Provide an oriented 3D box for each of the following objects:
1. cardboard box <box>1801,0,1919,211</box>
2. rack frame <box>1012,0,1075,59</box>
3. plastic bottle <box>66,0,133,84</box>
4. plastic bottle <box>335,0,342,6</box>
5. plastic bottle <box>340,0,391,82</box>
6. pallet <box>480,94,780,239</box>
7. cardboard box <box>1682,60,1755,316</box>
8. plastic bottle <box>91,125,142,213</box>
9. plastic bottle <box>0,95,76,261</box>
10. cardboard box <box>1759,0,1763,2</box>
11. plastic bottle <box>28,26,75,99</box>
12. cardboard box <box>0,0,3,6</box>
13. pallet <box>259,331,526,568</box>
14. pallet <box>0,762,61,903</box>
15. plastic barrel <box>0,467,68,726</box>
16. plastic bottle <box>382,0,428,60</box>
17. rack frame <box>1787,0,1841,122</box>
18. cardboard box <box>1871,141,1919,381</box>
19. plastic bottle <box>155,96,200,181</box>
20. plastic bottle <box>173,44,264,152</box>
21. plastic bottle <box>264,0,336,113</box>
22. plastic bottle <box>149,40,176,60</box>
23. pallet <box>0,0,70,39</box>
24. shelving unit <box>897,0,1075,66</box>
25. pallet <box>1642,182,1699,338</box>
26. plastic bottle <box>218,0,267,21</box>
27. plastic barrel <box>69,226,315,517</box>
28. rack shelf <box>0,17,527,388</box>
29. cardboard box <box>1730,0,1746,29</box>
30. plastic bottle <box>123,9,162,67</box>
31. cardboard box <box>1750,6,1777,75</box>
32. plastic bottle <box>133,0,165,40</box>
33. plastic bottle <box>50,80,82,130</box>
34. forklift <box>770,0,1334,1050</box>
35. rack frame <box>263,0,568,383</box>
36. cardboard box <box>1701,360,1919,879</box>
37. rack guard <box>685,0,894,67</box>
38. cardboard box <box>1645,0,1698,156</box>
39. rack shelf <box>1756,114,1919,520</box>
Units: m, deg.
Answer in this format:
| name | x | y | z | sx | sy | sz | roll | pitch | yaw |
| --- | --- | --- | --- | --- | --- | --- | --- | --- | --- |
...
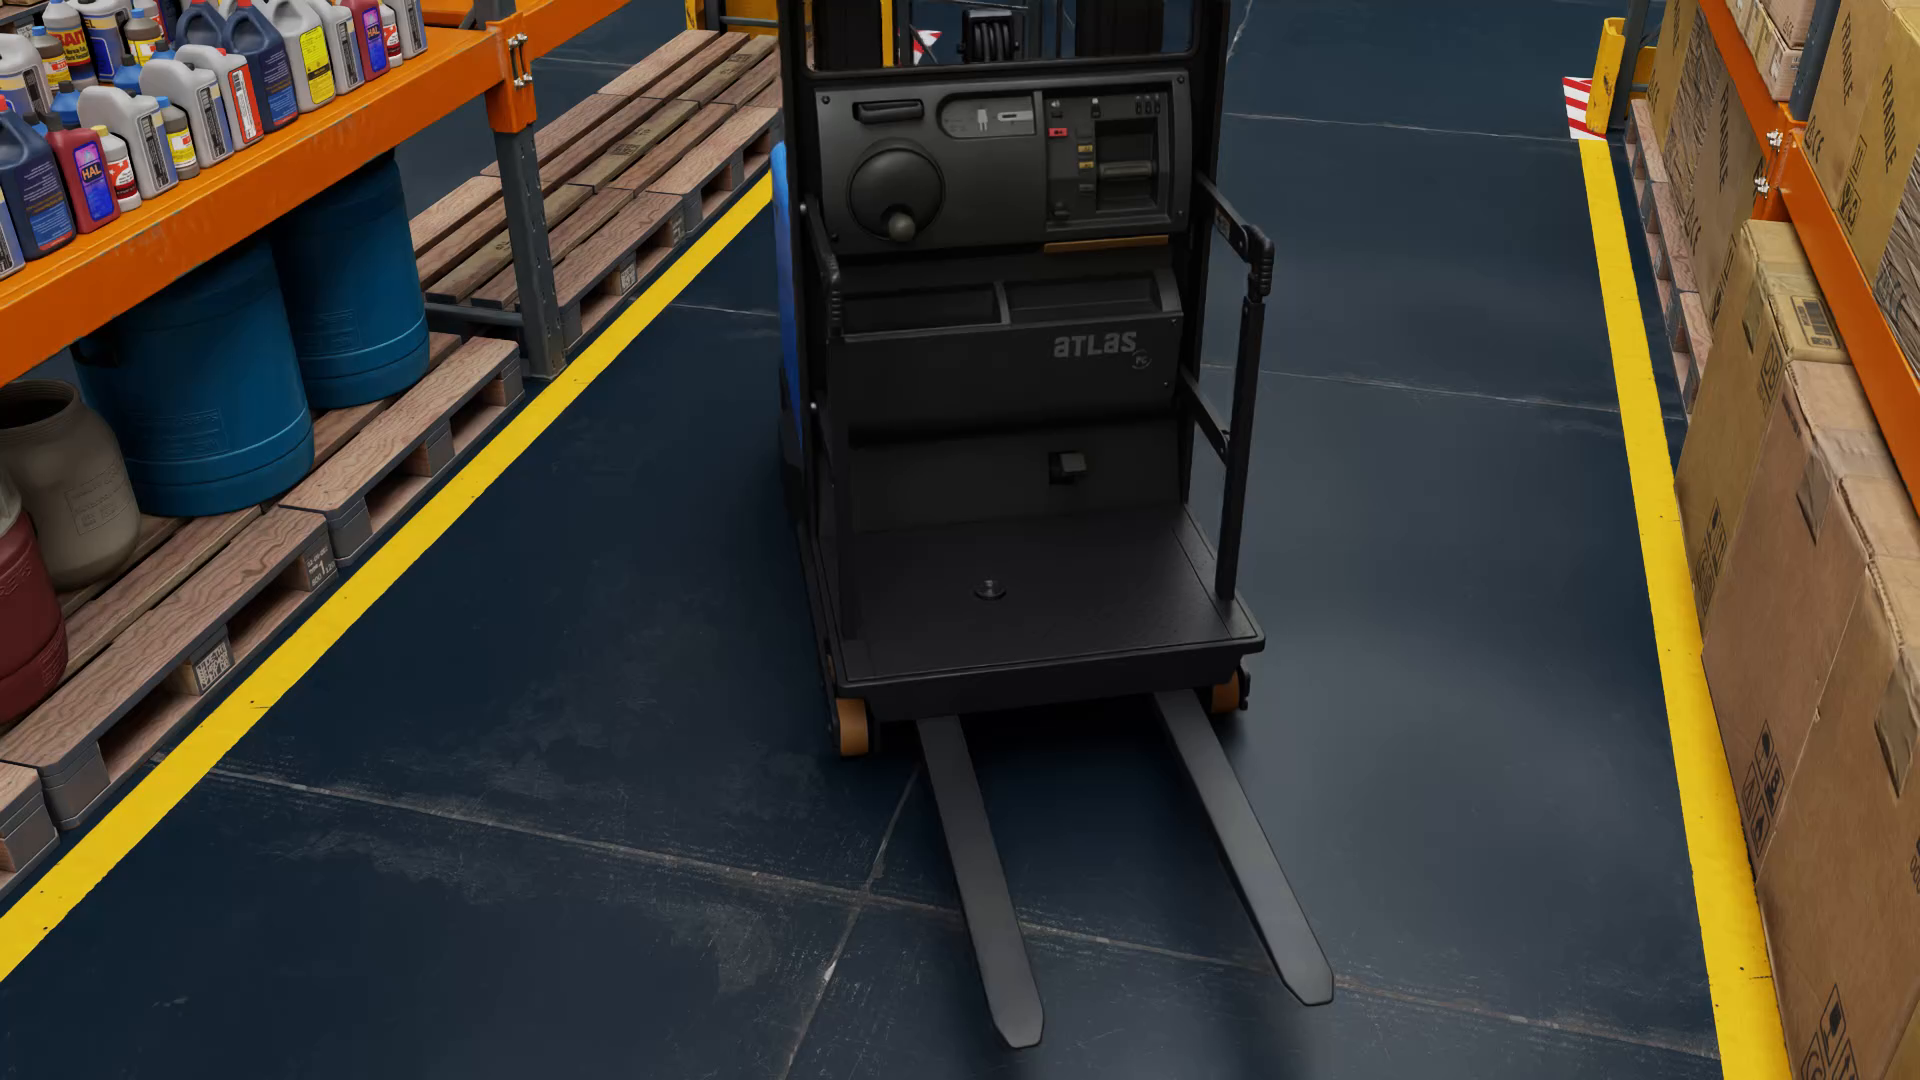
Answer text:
| name | x | y | z | sx | sy | sz | roll | pitch | yaw |
| --- | --- | --- | --- | --- | --- | --- | --- | --- | --- |
| cardboard box | 2.453 | -1.113 | 4.112 | 0.500 | 0.500 | 0.500 | 8 | 33 | 13 |
| rack frame | 0.436 | -1.688 | 6.508 | 0.500 | 1.500 | 0.032 | 13 | 35 | 20 |
| plastic bottle | -2.558 | -1.520 | 4.960 | 0.152 | 0.276 | 0.135 | 8 | 33 | 12 |
| plastic bottle | -1.892 | -1.625 | 5.196 | 0.097 | 0.201 | 0.097 | 0 | 32 | 0 |
| plastic bottle | -1.781 | -1.526 | 4.964 | 0.061 | 0.283 | 0.133 | 8 | 33 | 12 |
| pallet | -1.522 | -1.795 | 7.878 | 1.003 | 0.211 | 1.213 | 8 | 33 | 12 |
| cardboard box | 3.285 | -1.355 | 6.175 | 0.875 | 0.875 | 0.875 | 8 | 33 | 12 |
| plastic bottle | -2.083 | -0.913 | 4.075 | 0.097 | 0.201 | 0.097 | 0 | 32 | 0 |
| plastic bottle | -2.175 | -0.836 | 3.816 | 0.144 | 0.351 | 0.185 | 8 | 33 | 12 |
| cardboard box | 2.799 | -1.872 | 5.261 | 0.500 | 0.250 | 0.500 | 9 | 34 | 14 |
| plastic bottle | -2.638 | -1.381 | 4.812 | 0.097 | 0.201 | 0.097 | 0 | 32 | 0 |
| cardboard box | -5.844 | -3.179 | 9.685 | 0.380 | 0.166 | 0.250 | 8 | 33 | 12 |
| pallet | -2.215 | -0.379 | 5.649 | 1.003 | 0.211 | 1.213 | 8 | 33 | 12 |
| pallet | -2.834 | 0.887 | 3.657 | 1.003 | 0.211 | 1.213 | 8 | 33 | 12 |
| plastic barrel | -2.600 | 0.124 | 4.116 | 0.600 | 0.588 | 0.708 | 8 | 33 | 12 |
| plastic bottle | -1.766 | -1.649 | 5.164 | 0.152 | 0.276 | 0.135 | 8 | 33 | 12 |
| rack frame | 2.812 | -1.276 | 4.461 | 1.000 | 3.000 | 0.127 | 8 | 33 | 12 |
| cardboard box | 2.199 | -0.593 | 3.293 | 0.500 | 0.500 | 0.500 | 7 | 33 | 11 |
| plastic bottle | -2.024 | -1.033 | 4.264 | 0.097 | 0.201 | 0.097 | 0 | 32 | 0 |
| plastic bottle | -1.987 | -1.198 | 4.454 | 0.152 | 0.276 | 0.135 | 8 | 33 | 12 |
| plastic bottle | -1.896 | -1.408 | 4.715 | 0.144 | 0.351 | 0.185 | 8 | 33 | 12 |
| plastic bottle | -2.112 | -1.204 | 4.467 | 0.097 | 0.271 | 0.097 | 0 | 32 | 0 |
| pallet | -5.975 | -3.072 | 9.886 | 1.003 | 0.211 | 1.213 | 8 | 33 | 12 |
| shelving unit | 0.232 | -1.438 | 6.115 | 0.538 | 1.500 | 1.048 | 13 | 35 | 20 |
| pallet | 3.388 | -1.118 | 6.812 | 1.003 | 0.211 | 1.213 | 8 | 33 | 12 |
| plastic bottle | -2.035 | -1.428 | 4.746 | 0.144 | 0.351 | 0.185 | 8 | 33 | 12 |
| plastic barrel | -2.313 | -0.595 | 4.954 | 0.600 | 0.901 | 0.708 | 8 | 33 | 12 |
| rack shelf | -2.487 | -0.609 | 4.082 | 1.077 | 0.370 | 4.000 | 8 | 33 | 12 |
| cardboard box | 2.768 | -1.773 | 5.477 | 0.380 | 0.149 | 0.250 | 9 | 33 | 13 |
| plastic bottle | -2.432 | -1.481 | 4.969 | 0.097 | 0.201 | 0.097 | 0 | 32 | 0 |
| cardboard box | 2.638 | -1.507 | 5.058 | 0.380 | 0.149 | 0.250 | 9 | 33 | 13 |
| plastic bottle | -2.530 | -1.603 | 5.160 | 0.097 | 0.201 | 0.097 | 0 | 32 | 0 |
| plastic bottle | -2.205 | -1.013 | 4.168 | 0.097 | 0.271 | 0.097 | 0 | 32 | 0 |
| forklift | 0.157 | -0.882 | 3.905 | 1.130 | 2.935 | 3.031 | -6 | 33 | -9 |
| rack frame | -1.979 | -1.950 | 5.522 | 1.000 | 3.000 | 0.127 | 8 | 33 | 12 |
| cardboard box | 2.443 | 0.242 | 3.662 | 1.225 | 0.875 | 0.875 | 7 | 33 | 11 |
| rack guard | -0.970 | -2.985 | 9.480 | 1.175 | 0.500 | 0.348 | 8 | 33 | 12 |
| cardboard box | 3.742 | -2.289 | 7.644 | 0.875 | 0.875 | 0.875 | 8 | 33 | 12 |
| rack shelf | 2.304 | 0.065 | 3.022 | 1.077 | 0.370 | 4.000 | 8 | 33 | 12 |
